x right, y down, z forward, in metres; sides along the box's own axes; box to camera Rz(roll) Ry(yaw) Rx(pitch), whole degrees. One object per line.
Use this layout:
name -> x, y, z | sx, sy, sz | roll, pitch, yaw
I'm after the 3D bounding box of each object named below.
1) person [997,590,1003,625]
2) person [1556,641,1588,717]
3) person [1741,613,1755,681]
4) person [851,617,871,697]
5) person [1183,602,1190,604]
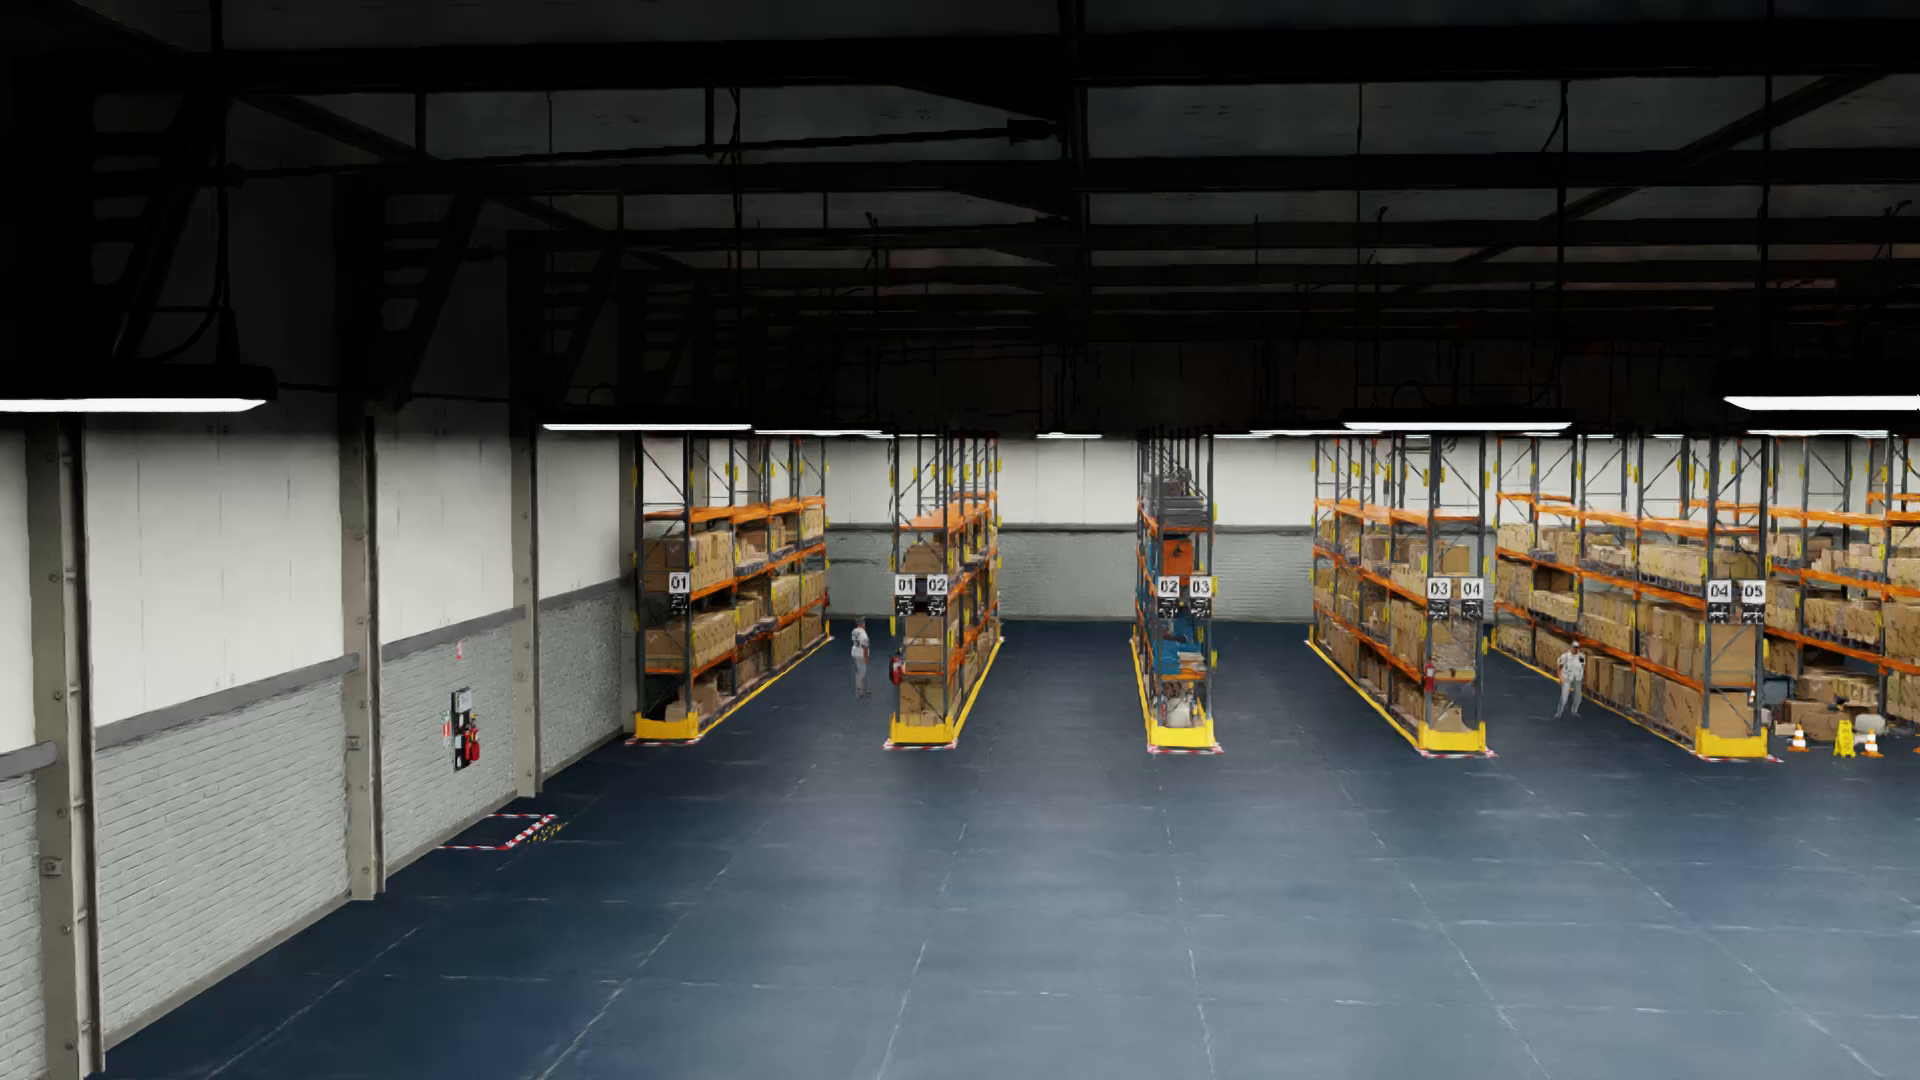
person -> 0.979, 1.853, 51.500 | 0.554, 1.525, 0.786 | -1, 4, -13
person -> 12.619, 2.865, 34.283 | 0.625, 1.611, 0.575 | 0, 3, 2
person -> 18.206, 2.498, 38.602 | 0.589, 1.782, 0.676 | 2, 4, 26
person -> -2.183, 2.603, 37.114 | 0.475, 1.761, 0.595 | -2, 4, -26
person -> 6.228, 2.120, 46.096 | 0.398, 1.646, 0.667 | 1, 4, 22
